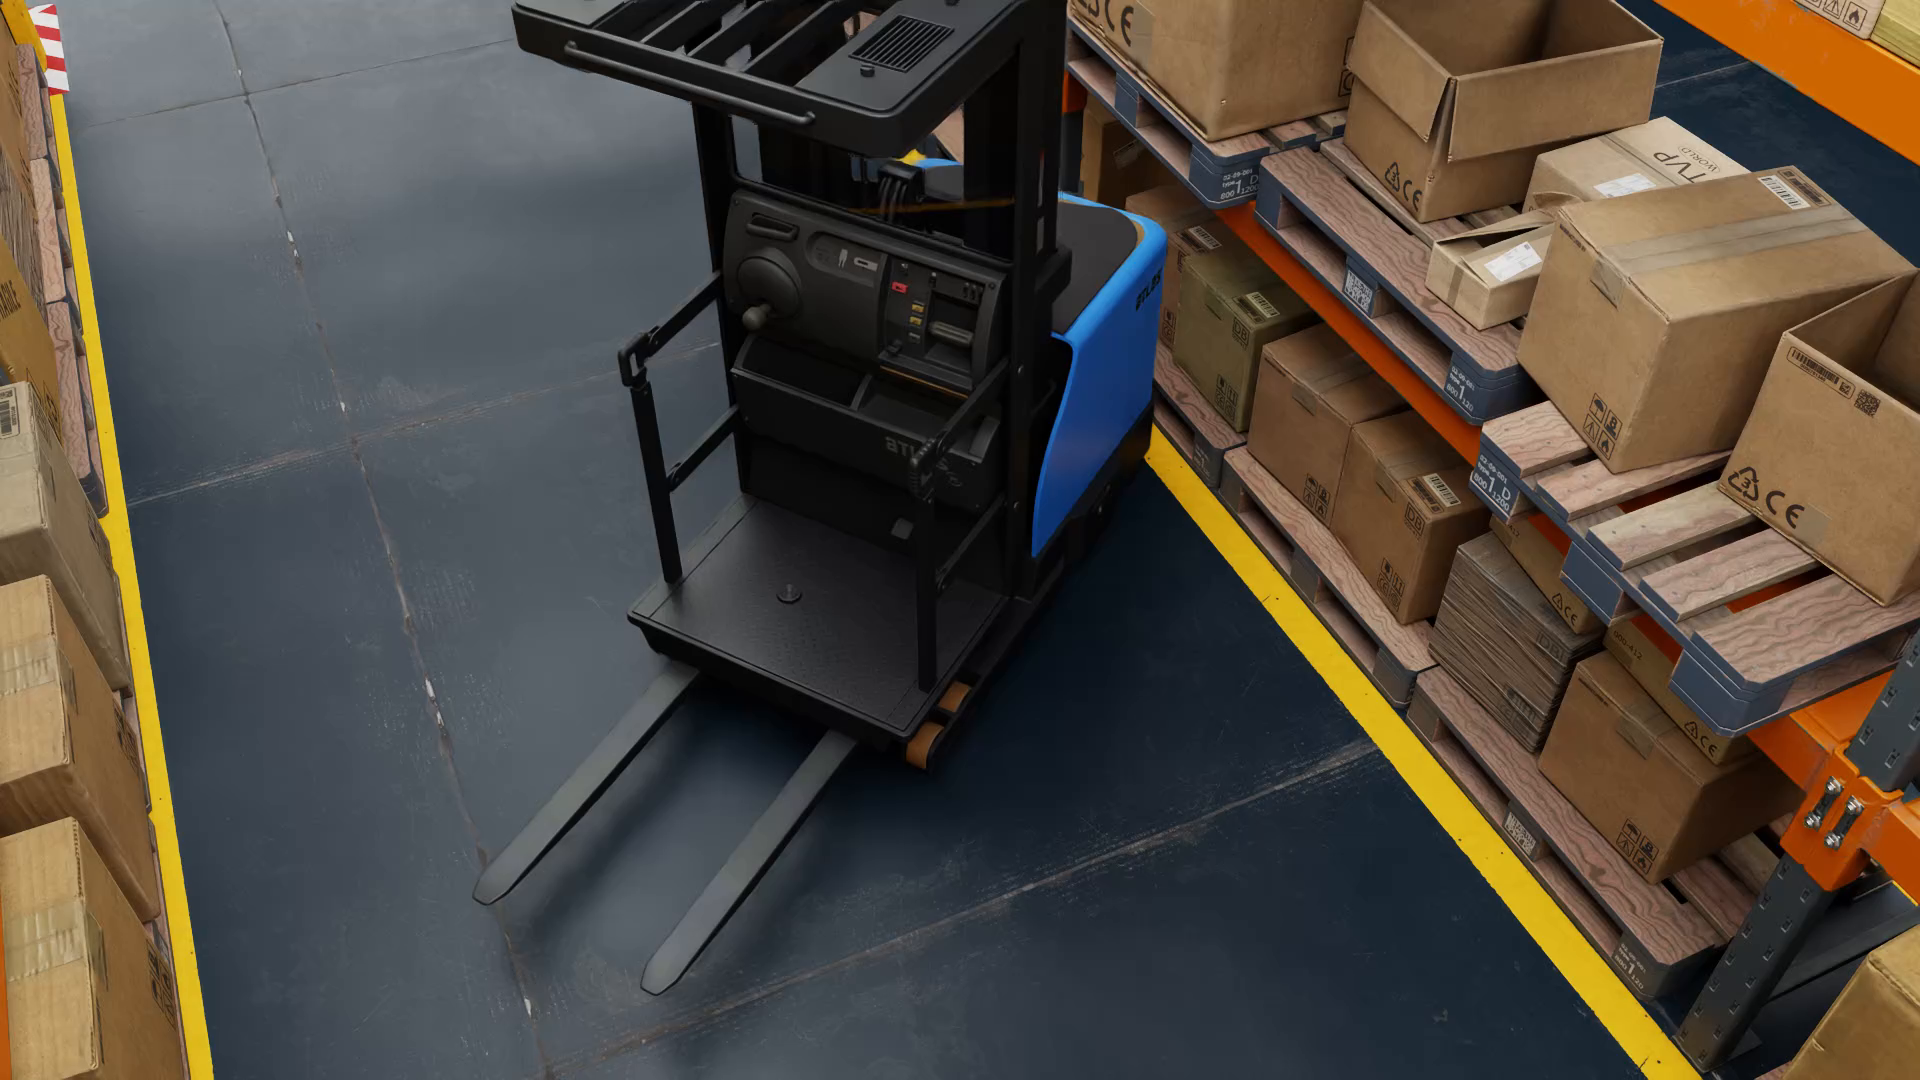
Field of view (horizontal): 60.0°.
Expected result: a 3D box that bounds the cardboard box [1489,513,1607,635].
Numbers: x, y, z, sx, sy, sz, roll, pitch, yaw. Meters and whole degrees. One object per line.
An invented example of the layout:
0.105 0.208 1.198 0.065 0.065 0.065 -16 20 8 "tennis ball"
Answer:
1.987 -0.024 5.071 0.500 0.250 0.500 -13 46 -13 "cardboard box"

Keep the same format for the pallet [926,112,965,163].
0.532 -1.711 7.834 1.003 0.211 1.213 -18 47 -17 "pallet"

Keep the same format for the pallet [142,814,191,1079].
-2.787 1.355 4.726 1.003 0.211 1.213 -18 47 -17 "pallet"

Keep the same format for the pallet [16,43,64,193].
-4.971 -1.956 8.082 1.003 0.211 1.213 -18 47 -17 "pallet"

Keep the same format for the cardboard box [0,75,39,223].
-4.661 -1.855 7.208 0.875 0.875 0.875 -19 48 -18 "cardboard box"

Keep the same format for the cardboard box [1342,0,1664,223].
1.659 -1.395 5.155 0.797 0.503 0.637 -14 46 -13 "cardboard box"

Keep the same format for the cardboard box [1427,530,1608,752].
1.983 0.225 5.352 0.700 0.500 0.500 -22 49 -21 "cardboard box"

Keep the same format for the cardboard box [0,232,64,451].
-3.897 -0.700 6.038 0.875 0.875 0.875 -17 47 -17 "cardboard box"

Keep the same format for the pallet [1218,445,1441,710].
1.692 -0.019 6.119 1.003 0.211 1.213 -18 47 -17 "pallet"

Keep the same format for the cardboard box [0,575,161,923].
-2.952 0.751 4.656 1.050 0.750 0.750 -18 47 -17 "cardboard box"

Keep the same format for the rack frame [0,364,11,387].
-3.697 -0.886 5.012 1.000 3.000 0.127 -18 47 -17 "rack frame"

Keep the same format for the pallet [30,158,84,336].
-4.462 -1.179 7.295 1.003 0.211 1.213 -18 47 -17 "pallet"

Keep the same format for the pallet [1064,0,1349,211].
1.036 -1.688 5.961 1.003 0.211 1.213 -18 47 -17 "pallet"

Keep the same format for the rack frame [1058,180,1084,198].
0.351 -1.062 6.687 0.240 0.900 0.006 14 42 14 "rack frame"

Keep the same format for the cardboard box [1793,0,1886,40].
1.885 -1.294 3.397 0.500 0.250 0.500 -18 47 -18 "cardboard box"

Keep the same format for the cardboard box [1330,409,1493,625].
1.739 -0.134 5.716 0.700 0.500 0.500 -14 46 -14 "cardboard box"

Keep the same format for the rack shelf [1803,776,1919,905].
3.369 1.794 2.809 1.077 0.370 4.000 -18 47 -17 "rack shelf"

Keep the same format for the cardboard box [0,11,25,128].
-5.033 -2.415 7.776 0.875 0.875 0.875 -18 47 -17 "cardboard box"

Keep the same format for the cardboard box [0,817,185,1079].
-2.560 1.344 4.055 1.050 0.750 0.750 -17 47 -17 "cardboard box"

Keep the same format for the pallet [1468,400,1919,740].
2.132 -0.091 4.344 1.213 0.211 1.003 -18 47 -17 "pallet"

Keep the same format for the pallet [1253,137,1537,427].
1.659 -0.918 5.181 1.003 0.211 1.213 -18 47 -17 "pallet"

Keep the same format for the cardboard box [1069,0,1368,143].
1.053 -2.101 5.518 1.000 1.000 1.000 -18 47 -17 "cardboard box"

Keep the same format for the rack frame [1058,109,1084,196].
0.846 -2.286 6.431 1.000 3.000 0.127 -18 47 -17 "rack frame"

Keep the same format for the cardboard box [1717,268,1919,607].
2.265 -0.254 4.002 0.500 0.500 0.500 -24 49 -22 "cardboard box"

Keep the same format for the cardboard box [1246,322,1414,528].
1.504 -0.489 6.077 0.700 0.500 0.500 -22 49 -21 "cardboard box"

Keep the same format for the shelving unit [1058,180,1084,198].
0.316 -1.000 6.614 0.258 0.900 0.210 14 42 14 "shelving unit"

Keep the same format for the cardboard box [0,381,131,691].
-3.354 0.135 5.281 1.050 0.750 0.750 -18 47 -18 "cardboard box"

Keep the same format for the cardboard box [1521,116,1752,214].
2.032 -0.969 4.904 0.500 0.250 0.500 -19 48 -19 "cardboard box"

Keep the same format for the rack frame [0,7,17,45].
-5.378 -3.435 7.595 1.000 3.000 0.127 -18 47 -17 "rack frame"

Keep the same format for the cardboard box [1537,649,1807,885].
2.228 0.575 4.998 0.700 0.500 0.500 -20 48 -19 "cardboard box"

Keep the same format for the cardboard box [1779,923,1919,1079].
2.799 1.316 3.995 1.225 0.875 0.875 -20 48 -19 "cardboard box"

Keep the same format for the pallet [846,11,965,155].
0.015 -2.490 8.623 1.003 0.211 1.213 -18 47 -17 "pallet"

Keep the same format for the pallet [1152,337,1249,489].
1.175 -0.798 6.908 1.003 0.211 1.213 -18 47 -17 "pallet"

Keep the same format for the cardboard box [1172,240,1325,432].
1.268 -0.846 6.438 0.700 0.500 0.500 -18 47 -18 "cardboard box"

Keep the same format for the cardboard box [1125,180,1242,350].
1.085 -1.155 6.752 0.700 0.500 0.500 -22 49 -20 "cardboard box"

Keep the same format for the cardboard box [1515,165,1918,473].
1.939 -0.581 4.333 0.700 0.500 0.500 -12 46 -12 "cardboard box"

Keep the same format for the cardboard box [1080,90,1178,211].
0.714 -1.812 7.432 0.500 0.500 0.500 -19 48 -19 "cardboard box"

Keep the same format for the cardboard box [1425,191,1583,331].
1.582 -0.822 4.744 0.396 0.266 0.258 -19 48 -19 "cardboard box"

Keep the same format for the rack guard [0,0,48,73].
-5.389 -2.560 8.489 1.175 0.500 0.348 -18 47 -17 "rack guard"

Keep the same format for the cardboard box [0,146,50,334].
-4.280 -1.274 6.619 0.875 0.875 0.875 -18 47 -17 "cardboard box"

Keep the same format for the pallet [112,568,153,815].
-3.304 0.576 5.516 1.003 0.211 1.213 -18 47 -17 "pallet"

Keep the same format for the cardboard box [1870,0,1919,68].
2.106 -0.982 3.081 0.500 0.250 0.500 -18 47 -17 "cardboard box"

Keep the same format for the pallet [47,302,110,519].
-3.945 -0.401 6.506 1.003 0.211 1.213 -18 47 -17 "pallet"

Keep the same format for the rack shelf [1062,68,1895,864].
1.687 -0.755 5.392 1.077 0.370 4.000 -18 47 -17 "rack shelf"

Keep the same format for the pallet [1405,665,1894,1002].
2.201 0.757 5.332 1.003 0.211 1.213 -18 47 -17 "pallet"

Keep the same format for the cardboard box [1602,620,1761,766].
2.219 0.311 4.732 0.500 0.250 0.500 -16 47 -16 "cardboard box"

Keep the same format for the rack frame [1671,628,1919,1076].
2.528 0.263 3.848 1.000 3.000 0.127 -18 47 -17 "rack frame"

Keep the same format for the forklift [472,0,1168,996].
-0.406 -0.655 4.827 1.130 2.935 3.031 21 48 20 "forklift"
